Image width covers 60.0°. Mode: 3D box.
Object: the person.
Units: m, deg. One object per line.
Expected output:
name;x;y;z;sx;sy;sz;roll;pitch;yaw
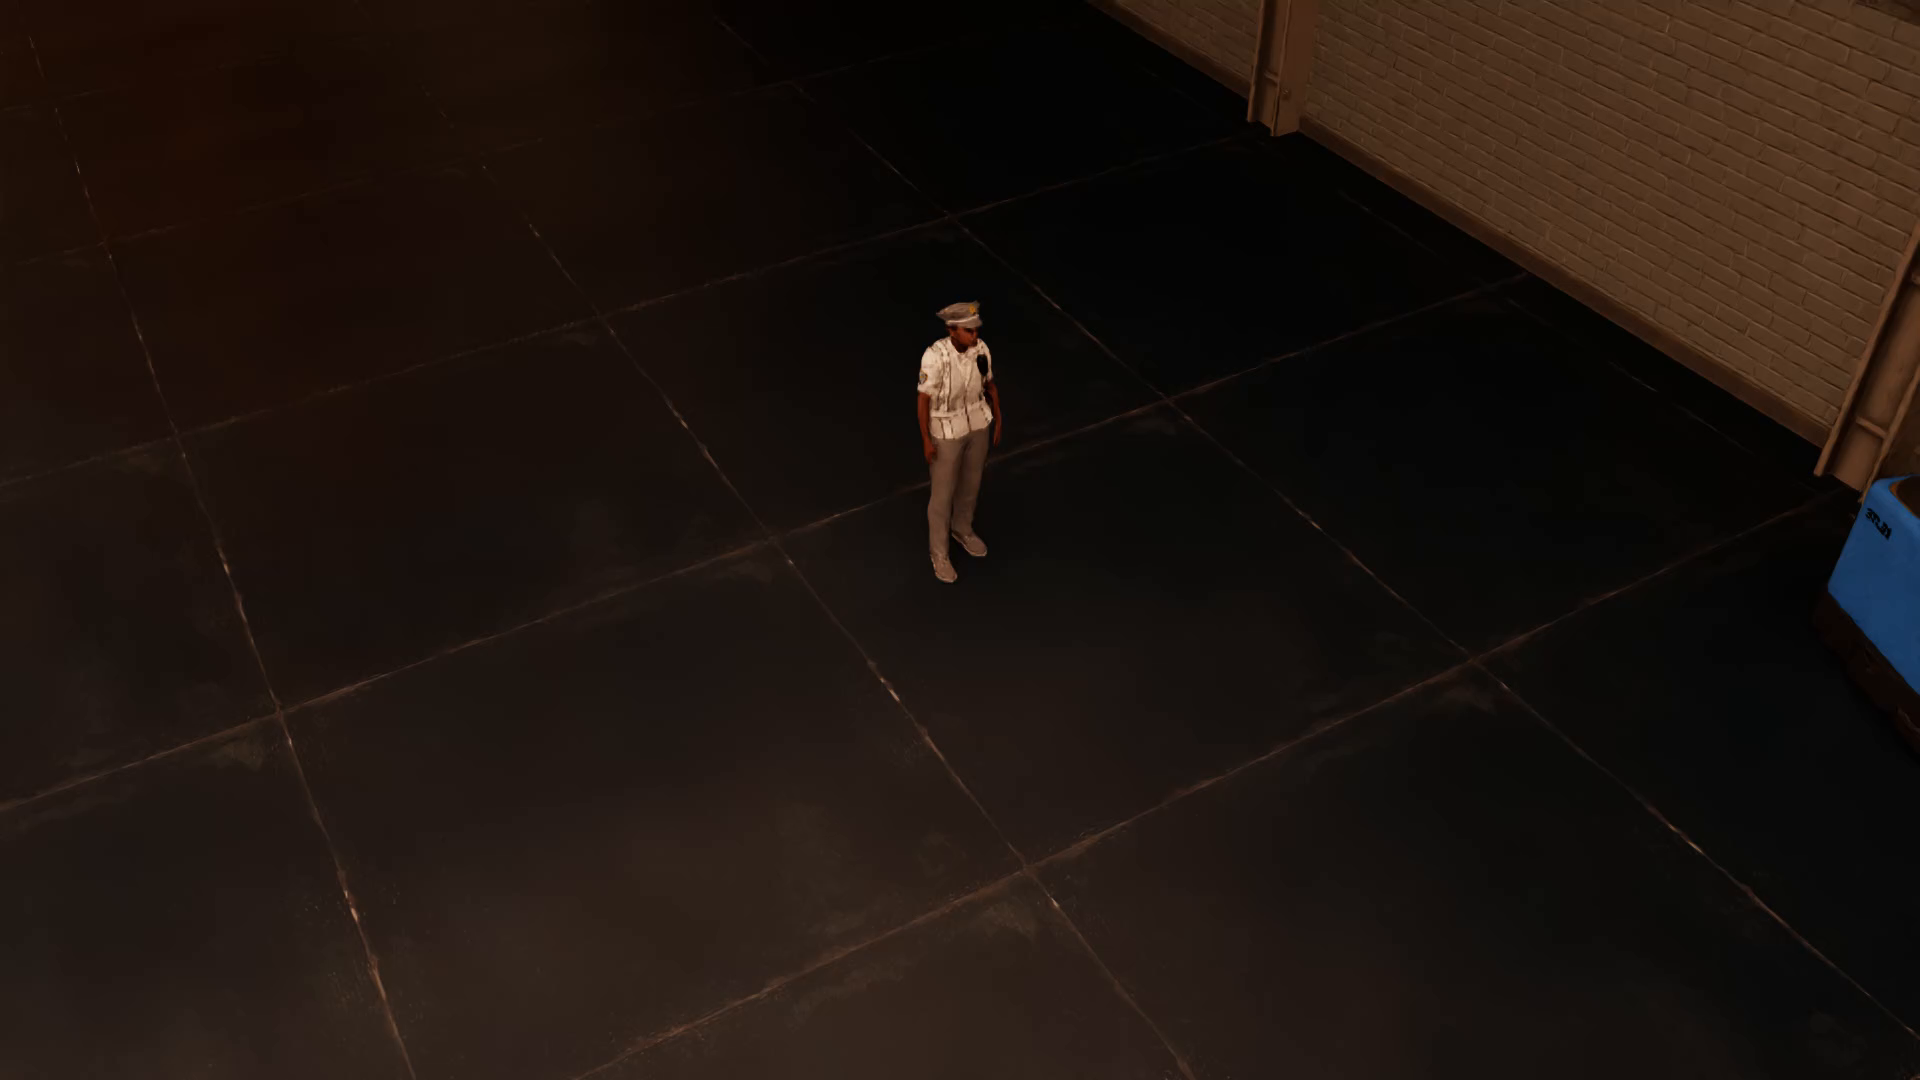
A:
person;0.021;-0.610;9.728;0.570;1.695;0.527;-20;44;-23

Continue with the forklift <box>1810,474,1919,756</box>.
forklift;5.704;0.239;7.748;1.130;2.935;3.031;-7;40;-8
